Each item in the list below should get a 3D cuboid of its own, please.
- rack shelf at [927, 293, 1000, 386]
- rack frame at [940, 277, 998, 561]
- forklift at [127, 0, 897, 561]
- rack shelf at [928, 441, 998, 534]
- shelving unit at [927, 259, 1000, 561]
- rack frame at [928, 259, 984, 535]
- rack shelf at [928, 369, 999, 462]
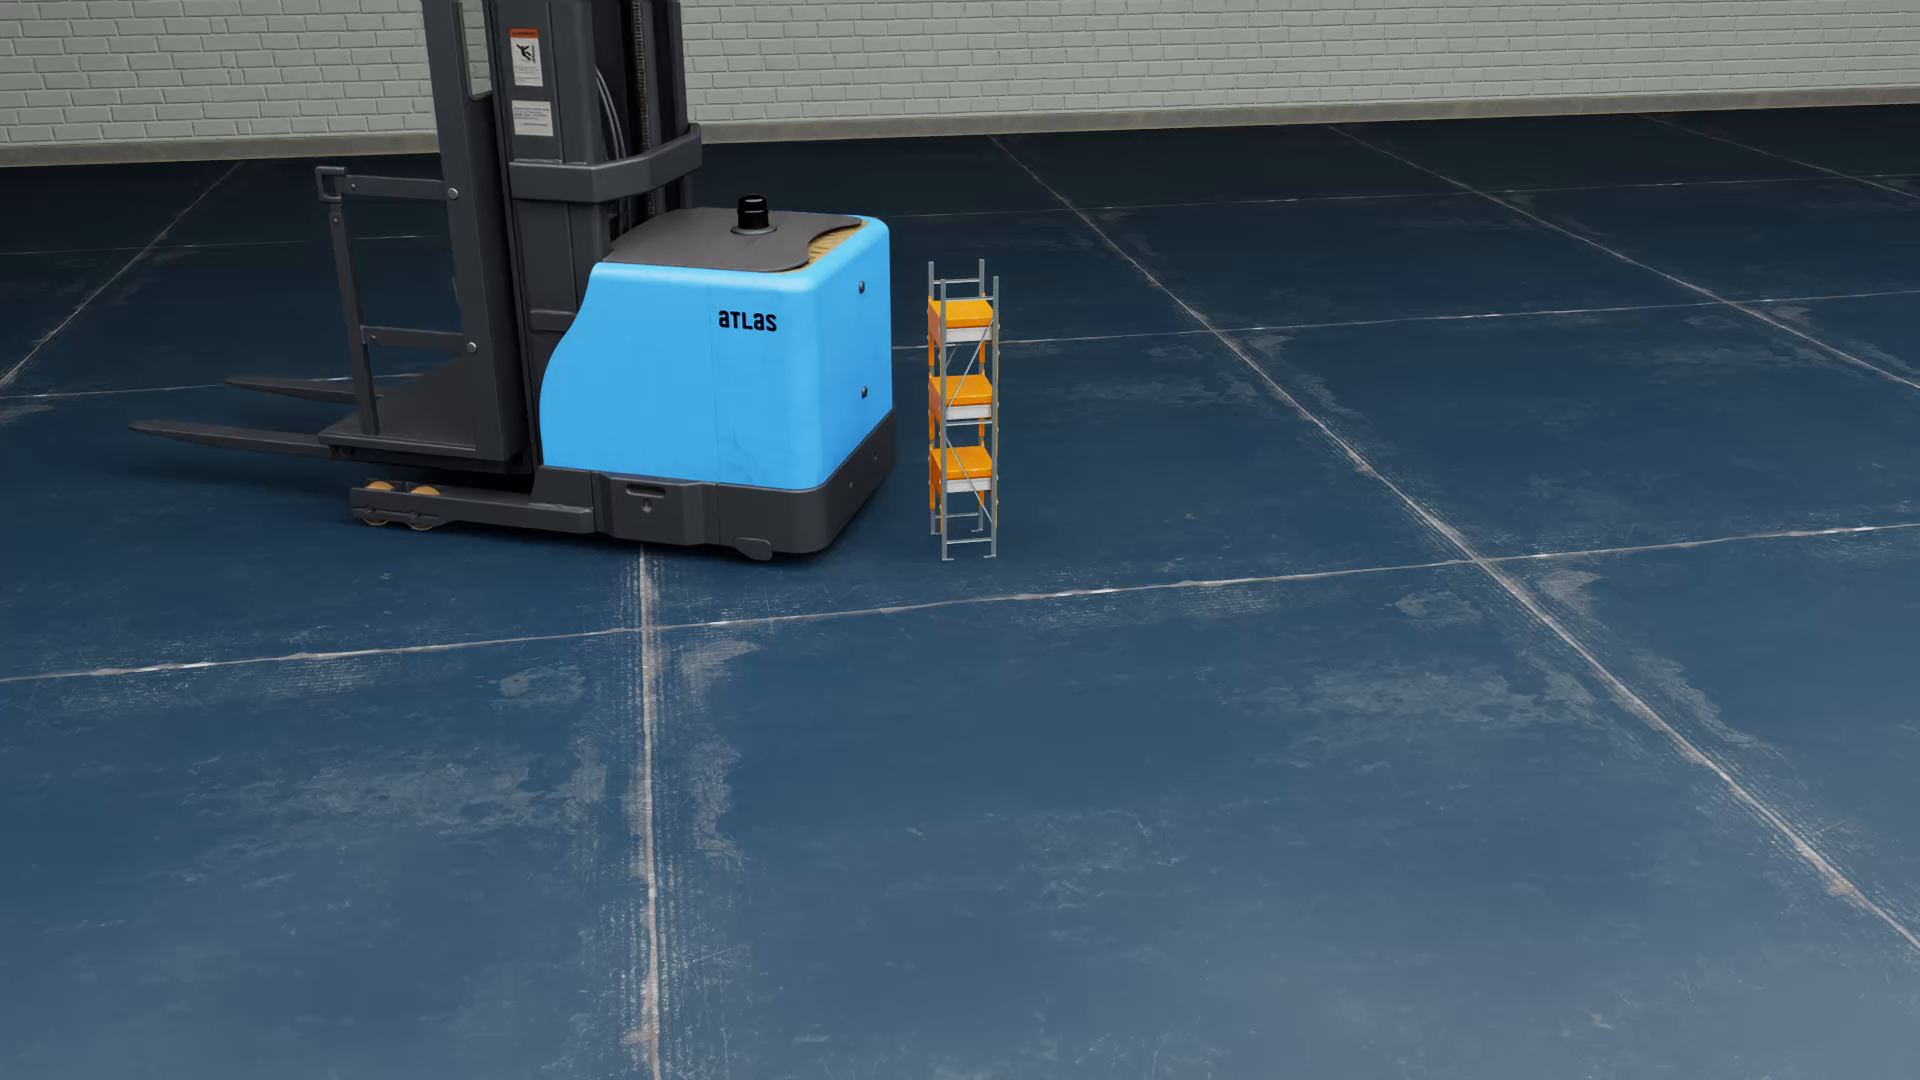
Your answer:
[{"bbox_3d":[0.010,-0.710,5.882,0.215,0.259,0.240,-4,24,-10],"label":"rack shelf"},{"bbox_3d":[0.032,-0.412,5.882,0.200,1.050,0.008,-4,24,-10],"label":"rack frame"},{"bbox_3d":[-1.834,-1.575,6.194,3.031,2.935,1.130,6,24,13],"label":"forklift"},{"bbox_3d":[0.010,-0.196,6.107,0.215,0.259,0.240,-4,24,-10],"label":"rack shelf"},{"bbox_3d":[0.010,-0.460,5.992,0.215,1.050,0.252,-4,24,-10],"label":"shelving unit"},{"bbox_3d":[-0.013,-0.508,6.102,0.200,1.050,0.008,-4,24,-10],"label":"rack frame"},{"bbox_3d":[0.010,-0.450,5.996,0.215,0.259,0.240,-4,24,-10],"label":"rack shelf"}]
